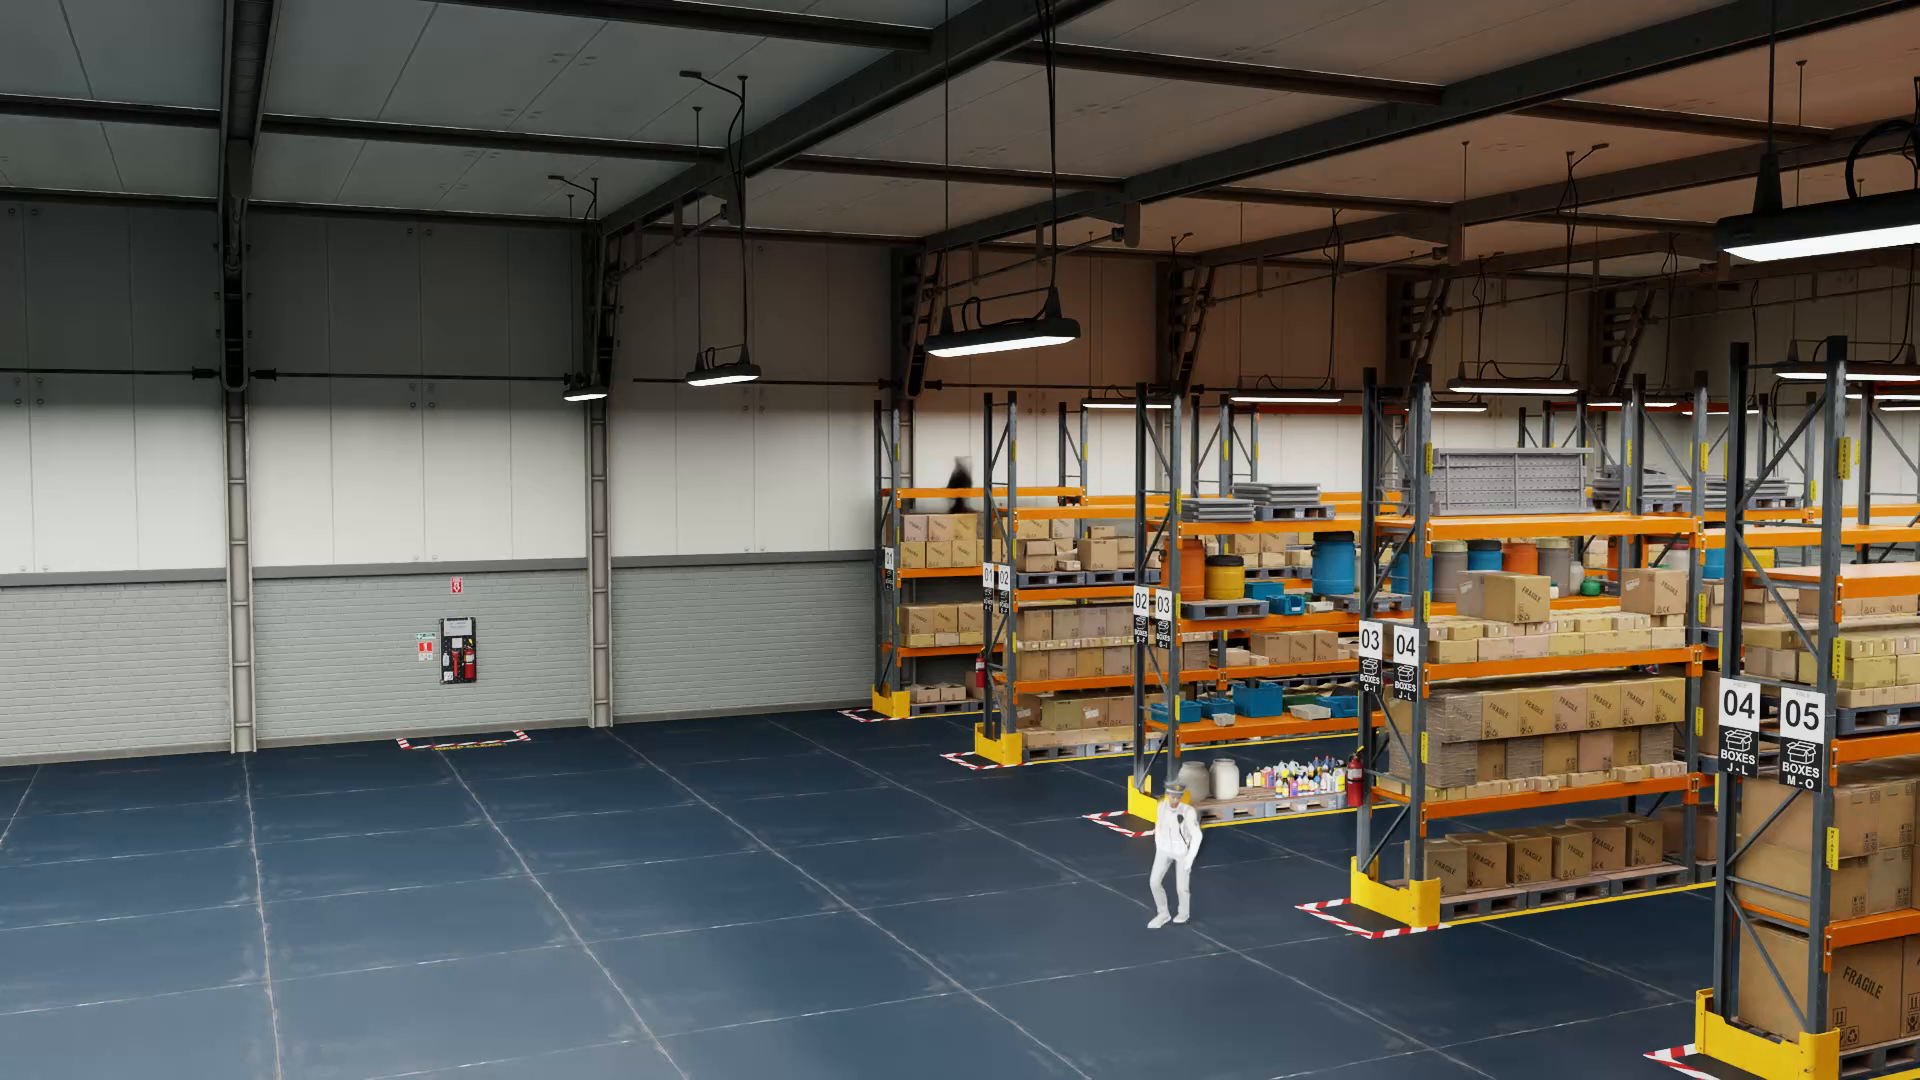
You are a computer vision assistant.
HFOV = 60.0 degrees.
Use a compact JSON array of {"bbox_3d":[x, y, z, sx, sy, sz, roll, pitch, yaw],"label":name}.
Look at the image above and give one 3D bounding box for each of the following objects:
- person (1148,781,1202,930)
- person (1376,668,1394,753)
[{"bbox_3d":[2.321,3.341,17.701,0.588,1.627,0.712,2,4,25],"label":"person"},{"bbox_3d":[7.148,2.708,27.902,0.817,1.712,0.543,-2,4,-31],"label":"person"}]
